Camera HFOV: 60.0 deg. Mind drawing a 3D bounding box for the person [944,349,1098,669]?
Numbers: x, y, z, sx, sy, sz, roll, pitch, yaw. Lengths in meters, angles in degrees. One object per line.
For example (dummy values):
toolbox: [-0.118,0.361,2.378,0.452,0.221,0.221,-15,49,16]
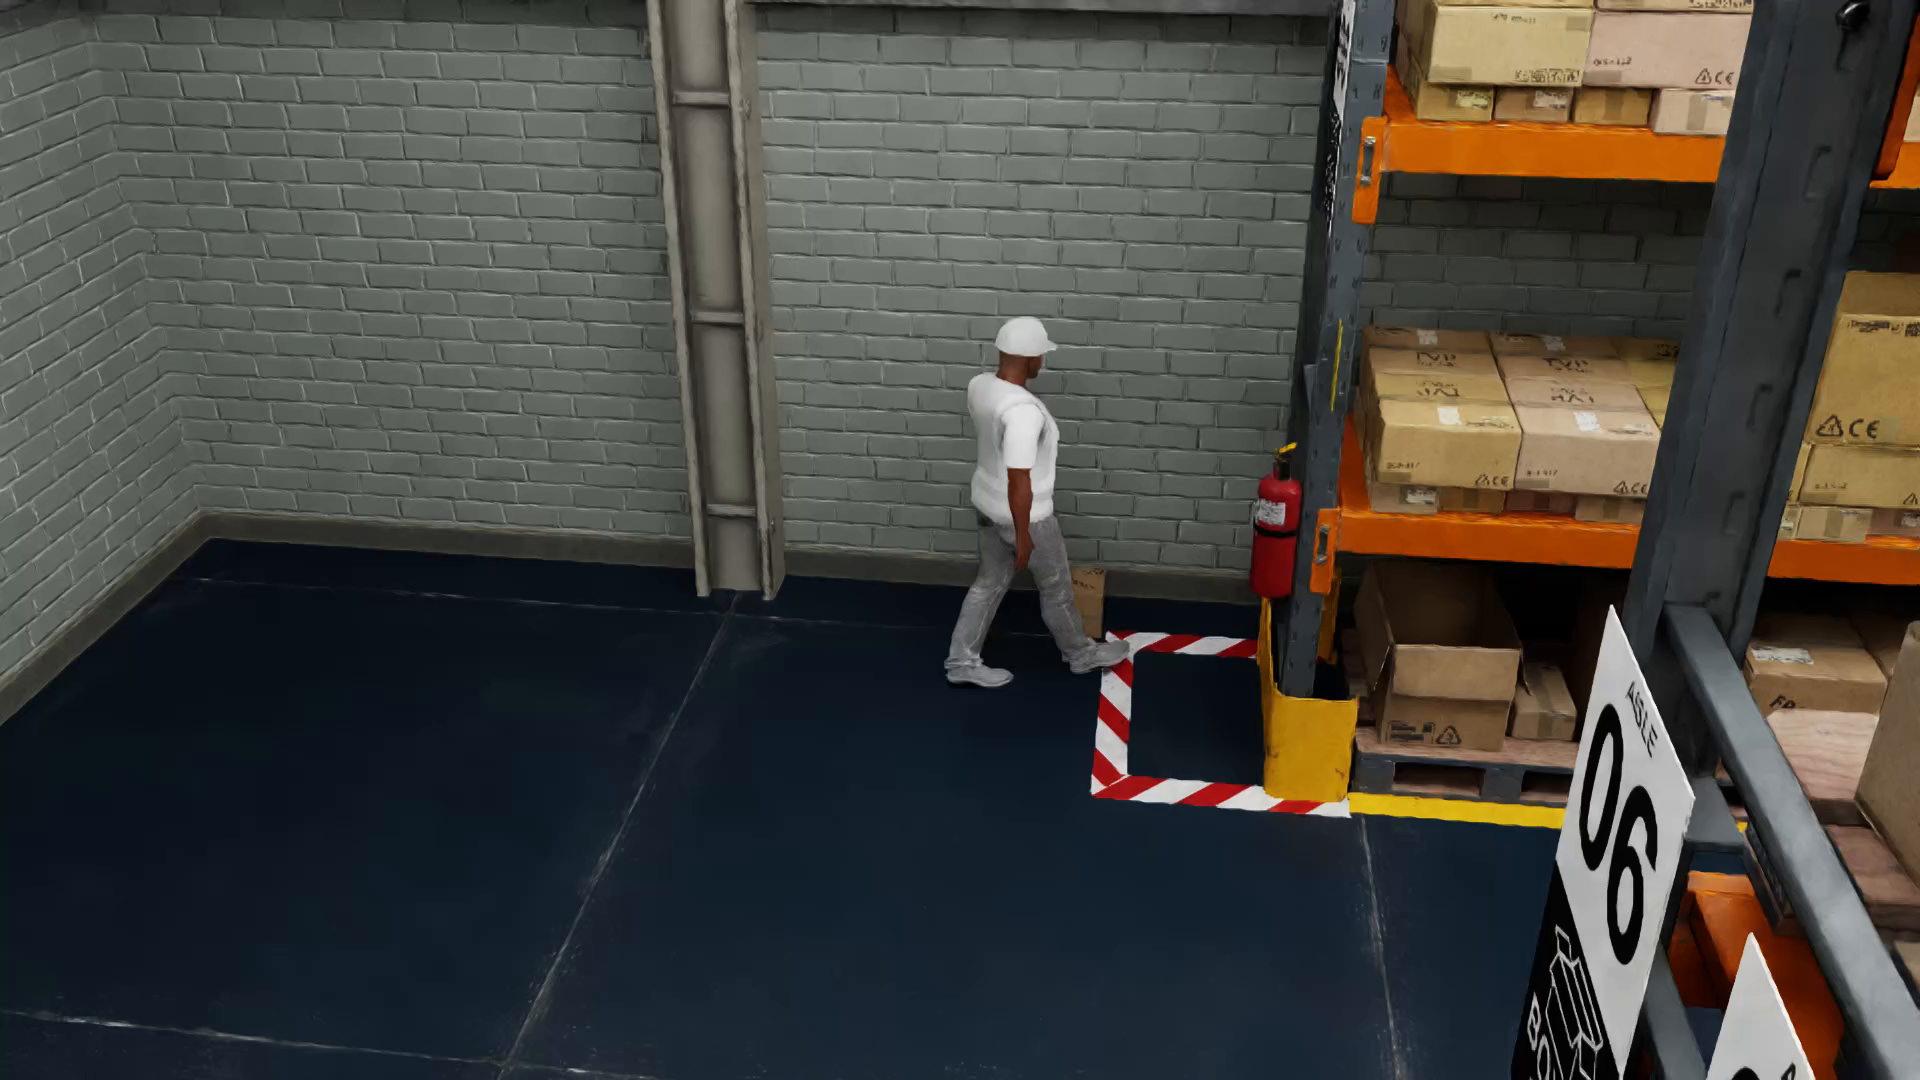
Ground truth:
person: [0.253,-0.170,7.382,0.692,1.637,0.603,-13,31,-22]
